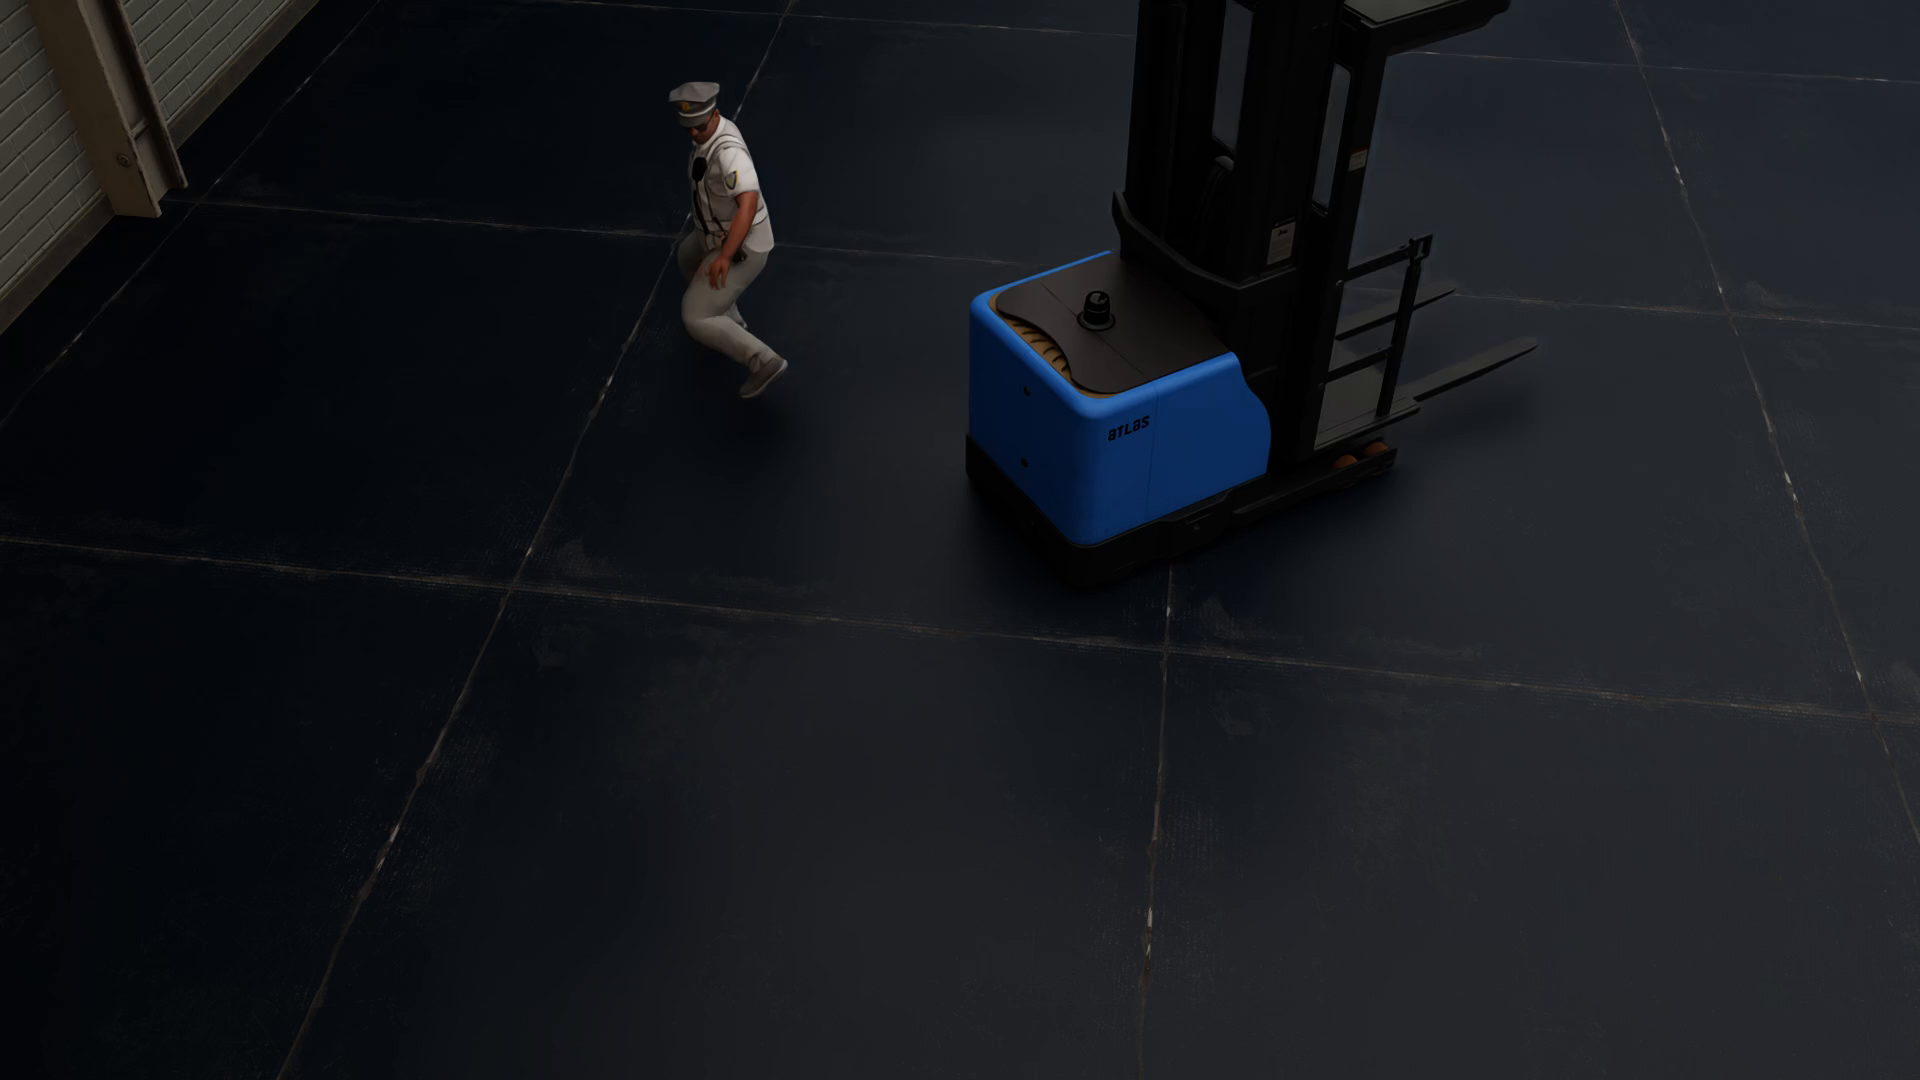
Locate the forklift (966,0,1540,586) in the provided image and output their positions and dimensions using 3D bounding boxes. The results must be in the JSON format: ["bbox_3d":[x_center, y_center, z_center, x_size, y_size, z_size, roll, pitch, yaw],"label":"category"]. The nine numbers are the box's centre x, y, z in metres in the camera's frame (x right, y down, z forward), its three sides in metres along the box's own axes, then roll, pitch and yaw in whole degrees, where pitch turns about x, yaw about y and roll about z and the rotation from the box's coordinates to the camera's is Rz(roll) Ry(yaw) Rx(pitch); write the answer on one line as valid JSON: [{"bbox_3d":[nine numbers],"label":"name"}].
[{"bbox_3d":[1.558,-1.617,7.485,3.031,2.935,1.130,-22,47,-22],"label":"forklift"}]

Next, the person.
[{"bbox_3d":[-1.208,-1.572,8.465,0.510,1.641,1.141,-6,43,-7],"label":"person"}]
